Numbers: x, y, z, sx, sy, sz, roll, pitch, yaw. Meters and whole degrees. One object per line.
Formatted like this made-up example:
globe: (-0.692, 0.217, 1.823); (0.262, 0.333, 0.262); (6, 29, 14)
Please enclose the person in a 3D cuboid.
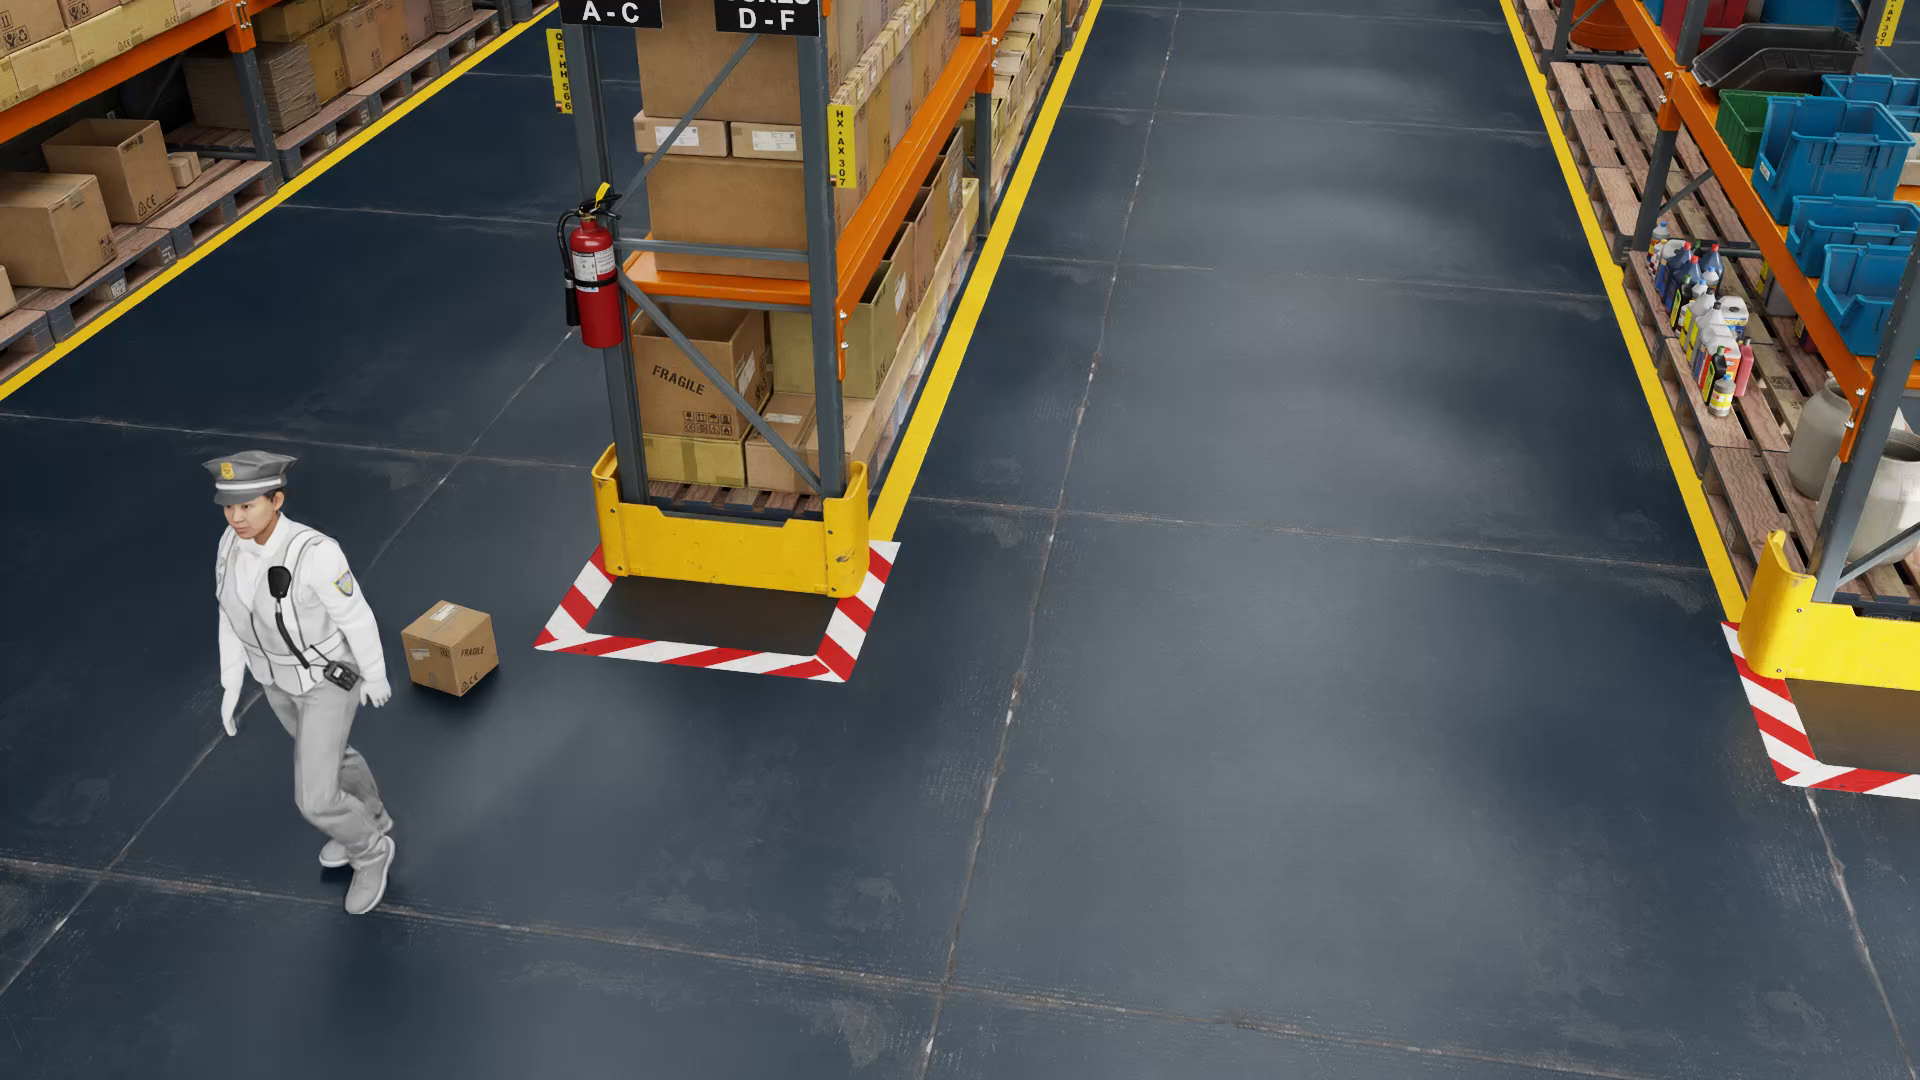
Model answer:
person: (-2.117, 0.468, 5.376); (0.487, 1.731, 0.478); (15, 36, 22)
